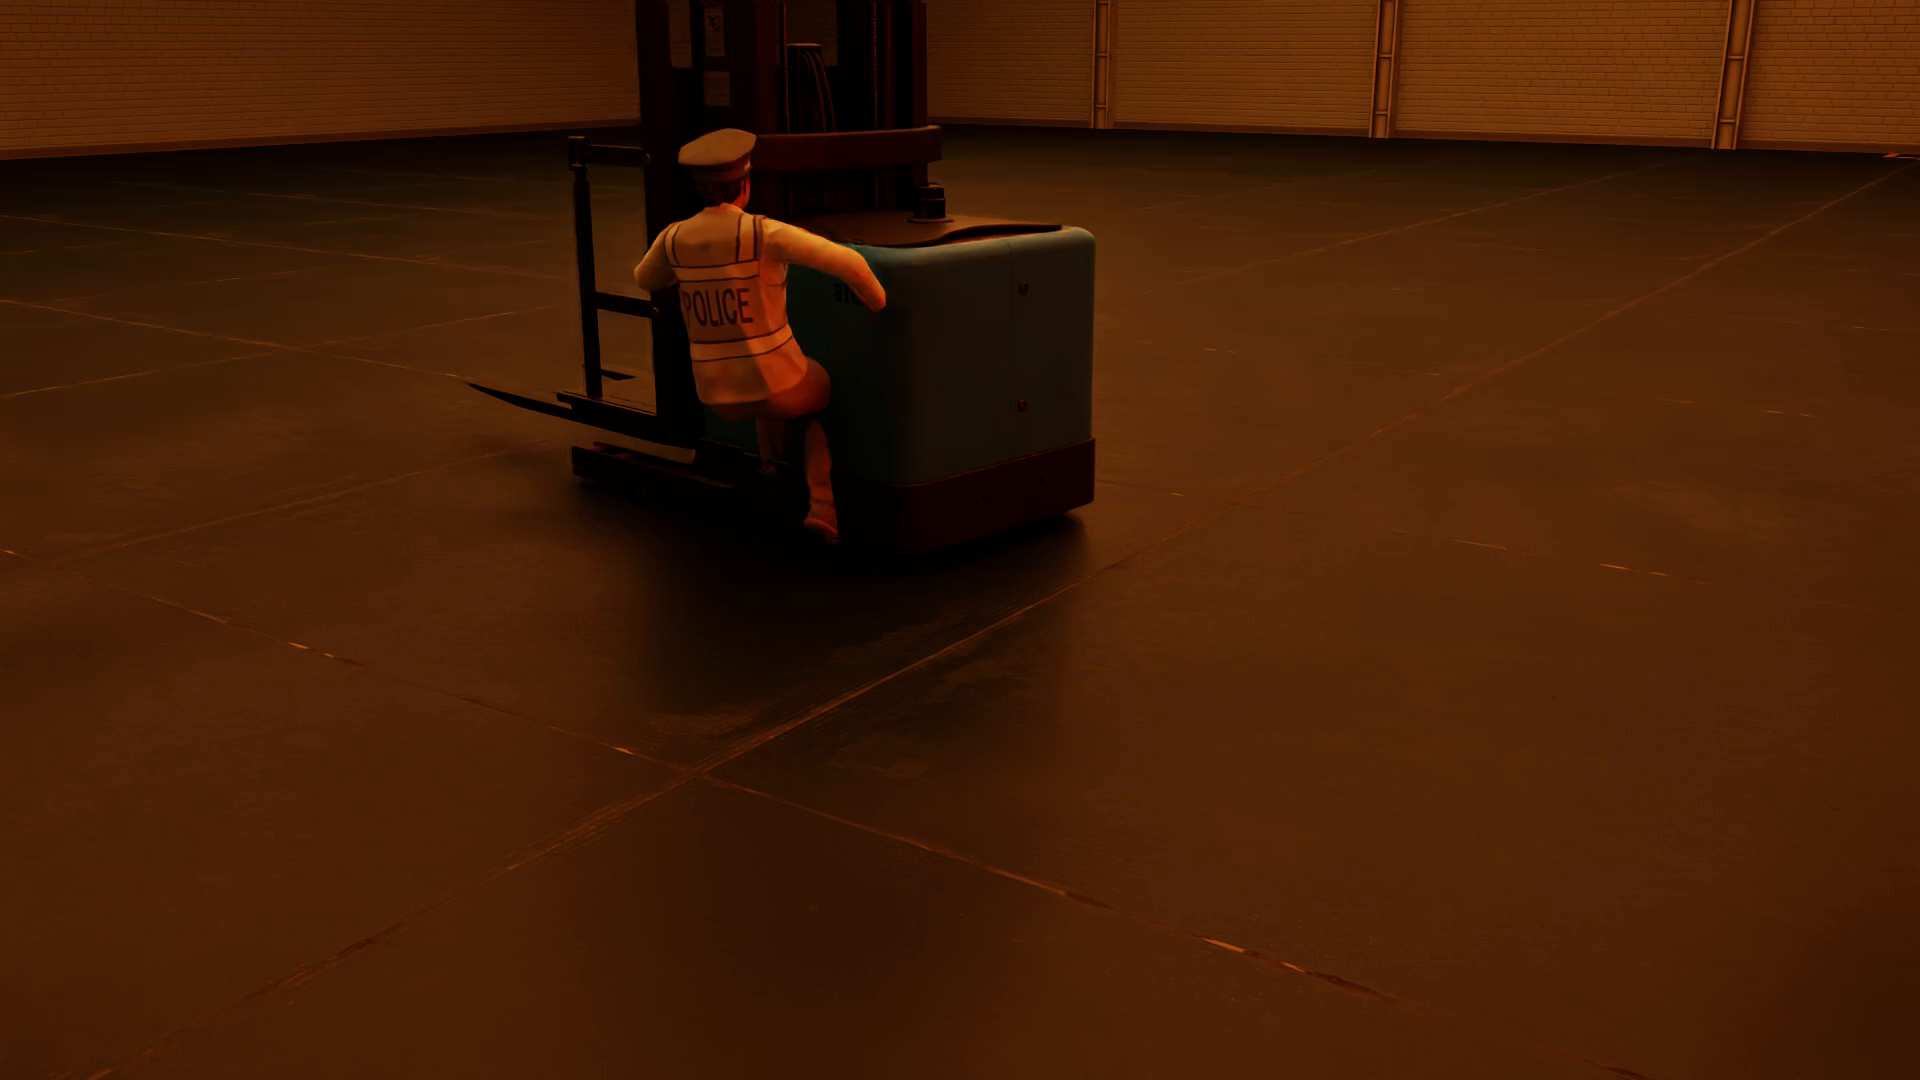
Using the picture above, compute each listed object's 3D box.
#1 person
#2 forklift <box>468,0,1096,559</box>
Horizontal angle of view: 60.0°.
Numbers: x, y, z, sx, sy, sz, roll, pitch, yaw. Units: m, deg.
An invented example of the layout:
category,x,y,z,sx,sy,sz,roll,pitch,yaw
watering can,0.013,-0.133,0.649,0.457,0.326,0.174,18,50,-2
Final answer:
category,x,y,z,sx,sy,sz,roll,pitch,yaw
person,-0.622,-0.650,5.577,0.902,1.439,0.795,4,17,12
forklift,-0.916,-1.679,6.446,3.031,2.935,1.130,15,22,41
